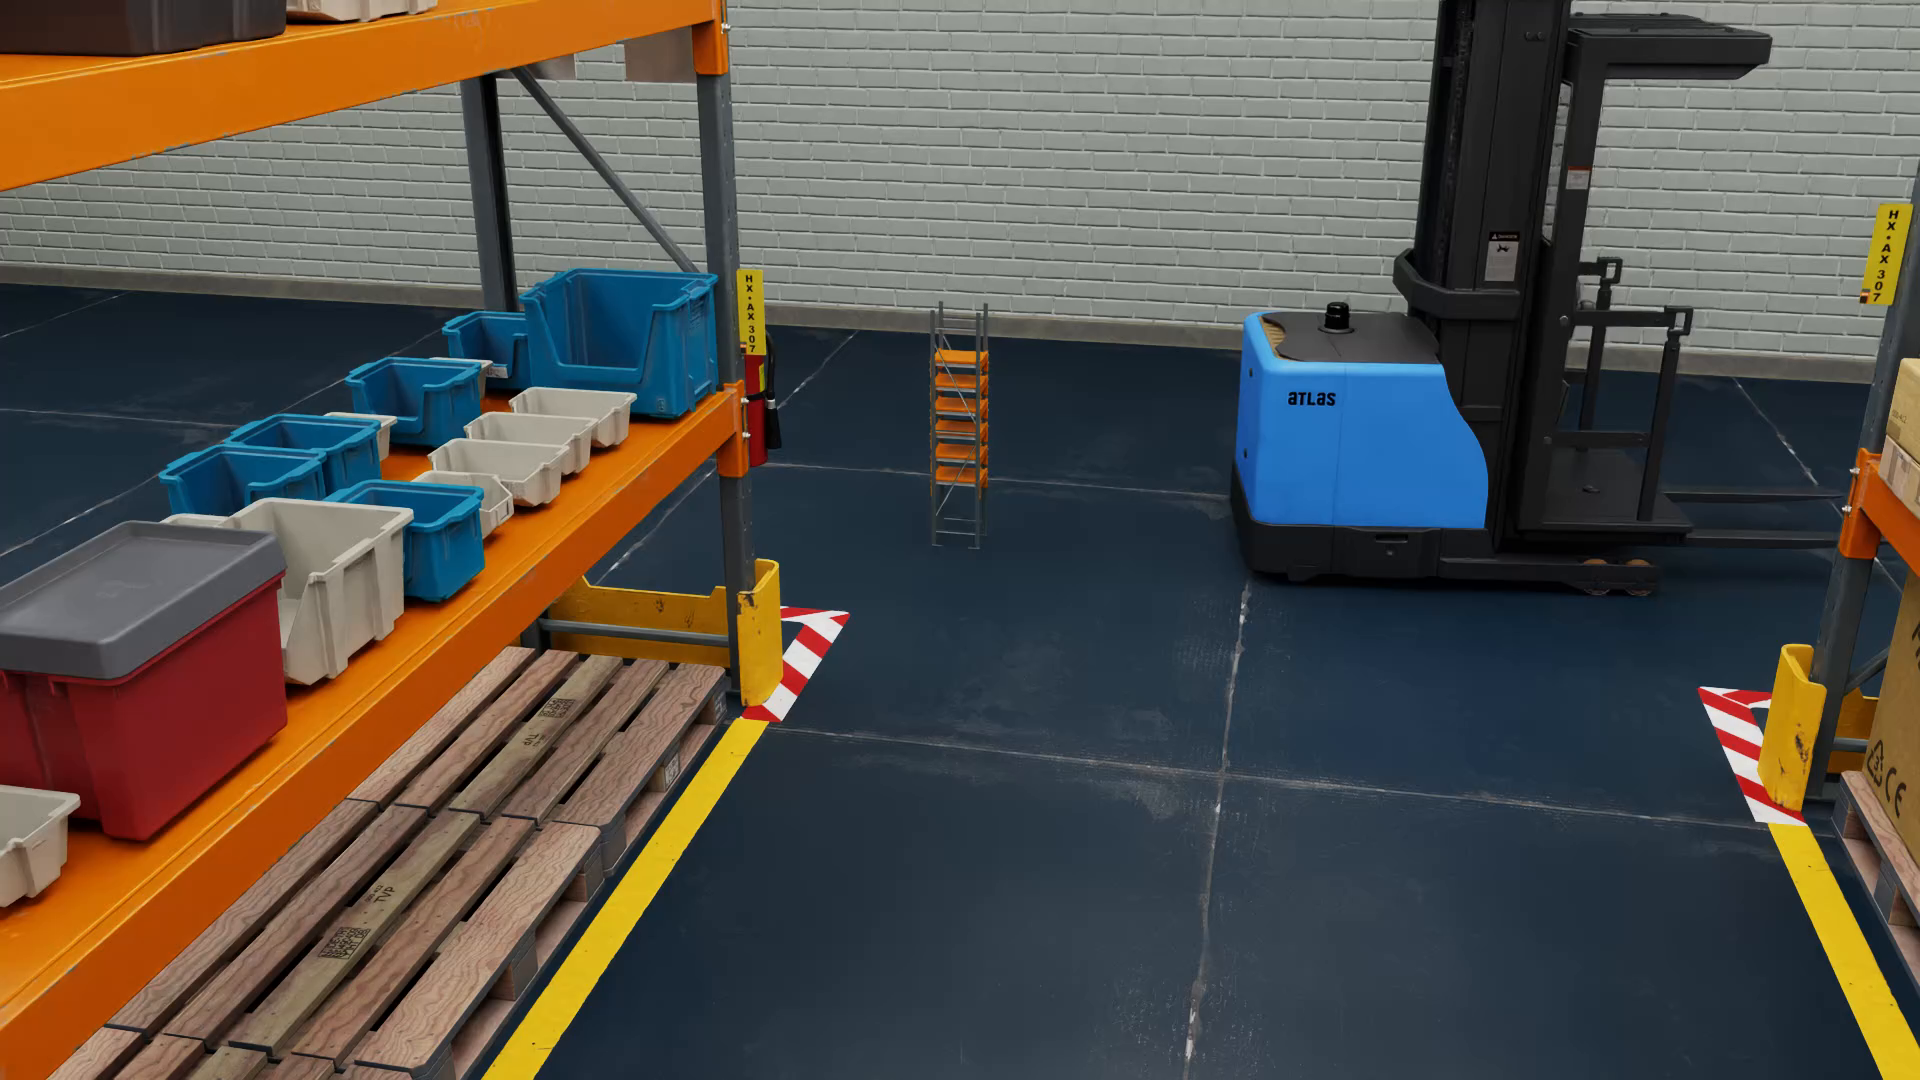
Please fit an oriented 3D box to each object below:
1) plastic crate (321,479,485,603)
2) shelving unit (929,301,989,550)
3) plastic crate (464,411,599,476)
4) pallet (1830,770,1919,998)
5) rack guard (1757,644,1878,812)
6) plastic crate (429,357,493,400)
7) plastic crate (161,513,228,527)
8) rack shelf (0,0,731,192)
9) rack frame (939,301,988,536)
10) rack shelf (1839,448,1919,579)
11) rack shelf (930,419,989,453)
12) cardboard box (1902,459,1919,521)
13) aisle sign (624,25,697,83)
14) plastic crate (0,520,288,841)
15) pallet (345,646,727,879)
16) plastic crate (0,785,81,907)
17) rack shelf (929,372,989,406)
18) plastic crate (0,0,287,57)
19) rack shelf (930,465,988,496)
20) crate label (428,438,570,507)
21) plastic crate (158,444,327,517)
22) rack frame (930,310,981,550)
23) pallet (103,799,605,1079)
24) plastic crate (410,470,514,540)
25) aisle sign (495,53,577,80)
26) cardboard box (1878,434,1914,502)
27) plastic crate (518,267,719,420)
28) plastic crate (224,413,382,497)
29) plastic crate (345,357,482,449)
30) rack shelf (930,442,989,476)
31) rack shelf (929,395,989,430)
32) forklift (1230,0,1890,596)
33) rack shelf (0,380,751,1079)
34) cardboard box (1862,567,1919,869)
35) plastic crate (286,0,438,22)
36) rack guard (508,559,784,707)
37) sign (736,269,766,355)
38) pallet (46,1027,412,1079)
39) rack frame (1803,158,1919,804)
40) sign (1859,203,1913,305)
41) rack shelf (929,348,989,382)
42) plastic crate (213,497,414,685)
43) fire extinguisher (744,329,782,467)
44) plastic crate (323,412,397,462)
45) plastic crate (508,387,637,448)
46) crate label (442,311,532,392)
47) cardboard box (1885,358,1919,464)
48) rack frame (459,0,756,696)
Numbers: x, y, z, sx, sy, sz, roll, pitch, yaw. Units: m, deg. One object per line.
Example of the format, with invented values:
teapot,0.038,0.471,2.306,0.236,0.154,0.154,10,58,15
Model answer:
plastic crate,-1.492,0.006,4.466,0.416,0.233,0.300,4,22,11
shelving unit,-0.003,-0.551,8.116,0.258,1.200,0.189,4,22,11
plastic crate,-1.387,-0.303,5.363,0.396,0.136,0.243,4,22,11
pallet,3.438,1.155,5.202,1.003,0.211,1.213,4,22,11
rack guard,3.529,0.714,5.911,1.175,0.500,0.348,4,22,11
plastic crate,-1.844,-0.543,5.960,0.250,0.136,0.298,4,22,11
plastic crate,-2.080,0.084,4.404,0.293,0.136,0.466,4,22,11
rack shelf,-1.733,-1.140,4.118,1.077,0.370,4.000,4,22,11
rack frame,0.016,-0.585,8.199,0.240,1.200,0.006,4,22,11
rack shelf,3.116,0.629,3.740,1.077,0.370,4.000,4,22,11
rack shelf,-0.003,-0.510,8.133,0.258,0.103,0.180,4,22,11
cardboard box,3.078,-0.121,4.976,0.380,0.149,0.250,4,22,10
aisle sign,-1.023,-2.024,5.884,0.394,0.787,0.004,4,22,11
plastic crate,-1.713,0.284,3.468,0.402,0.464,0.583,4,22,11
pallet,-1.531,0.778,6.139,1.003,0.211,1.213,4,22,11
plastic crate,-1.906,0.584,3.161,0.396,0.136,0.243,4,22,11
rack shelf,-0.003,-0.733,8.043,0.258,0.103,0.180,4,22,11
plastic crate,-1.619,-1.115,3.268,0.497,0.269,0.590,4,22,11
rack shelf,-0.003,-0.287,8.223,0.258,0.103,0.180,4,22,11
crate label,-1.420,-0.199,5.105,0.396,0.136,0.243,4,22,11
plastic crate,-2.027,-0.108,4.750,0.416,0.233,0.300,4,22,11
rack frame,-0.022,-0.518,8.033,0.240,1.200,0.006,4,22,11
pallet,-1.782,1.223,5.035,1.003,0.211,1.213,4,22,11
plastic crate,-1.462,-0.089,4.833,0.298,0.136,0.250,4,22,11
aisle sign,-1.601,-2.069,5.996,0.394,0.787,0.004,4,22,11
cardboard box,3.129,-0.215,5.209,0.380,0.149,0.250,5,22,12
plastic crate,-1.210,-0.722,6.002,0.616,0.435,0.499,4,22,11
plastic crate,-1.966,-0.218,5.022,0.416,0.233,0.300,4,22,11
plastic crate,-1.831,-0.458,5.620,0.416,0.233,0.300,4,22,11
rack shelf,-0.003,-0.399,8.178,0.258,0.103,0.180,4,22,11
rack shelf,-0.003,-0.621,8.088,0.258,0.103,0.180,4,22,11
forklift,2.893,-1.304,7.669,3.031,2.935,1.130,1,22,3
rack shelf,-1.733,0.251,4.678,1.077,0.370,4.000,4,22,11
cardboard box,3.472,0.594,5.144,0.875,0.875,0.875,4,22,11
plastic crate,-1.503,-1.309,3.925,0.437,0.136,0.530,4,22,11
rack guard,-1.332,0.336,6.851,1.175,0.500,0.348,4,22,11
sign,-0.783,-0.854,6.240,0.100,0.325,0.005,4,22,11
pallet,-2.029,1.670,3.923,1.003,0.211,1.213,4,22,11
rack frame,3.524,-0.437,5.422,1.000,3.000,0.127,4,22,11
sign,2.982,-0.919,5.356,0.100,0.325,0.005,4,22,11
rack shelf,-0.003,-0.844,7.998,0.258,0.103,0.180,4,22,11
plastic crate,-1.649,0.132,4.090,0.437,0.282,0.530,4,22,11
fire extinguisher,-0.849,-0.626,6.495,0.296,0.674,0.183,4,22,11
plastic crate,-1.982,-0.295,5.344,0.250,0.136,0.298,4,22,11
plastic crate,-1.314,-0.408,5.623,0.396,0.136,0.243,4,22,11
crate label,-1.697,-0.699,6.218,0.416,0.233,0.303,4,22,11
cardboard box,3.162,-0.350,5.010,0.500,0.250,0.500,4,22,9
rack frame,-1.324,-0.814,6.360,1.000,3.000,0.127,4,22,11
